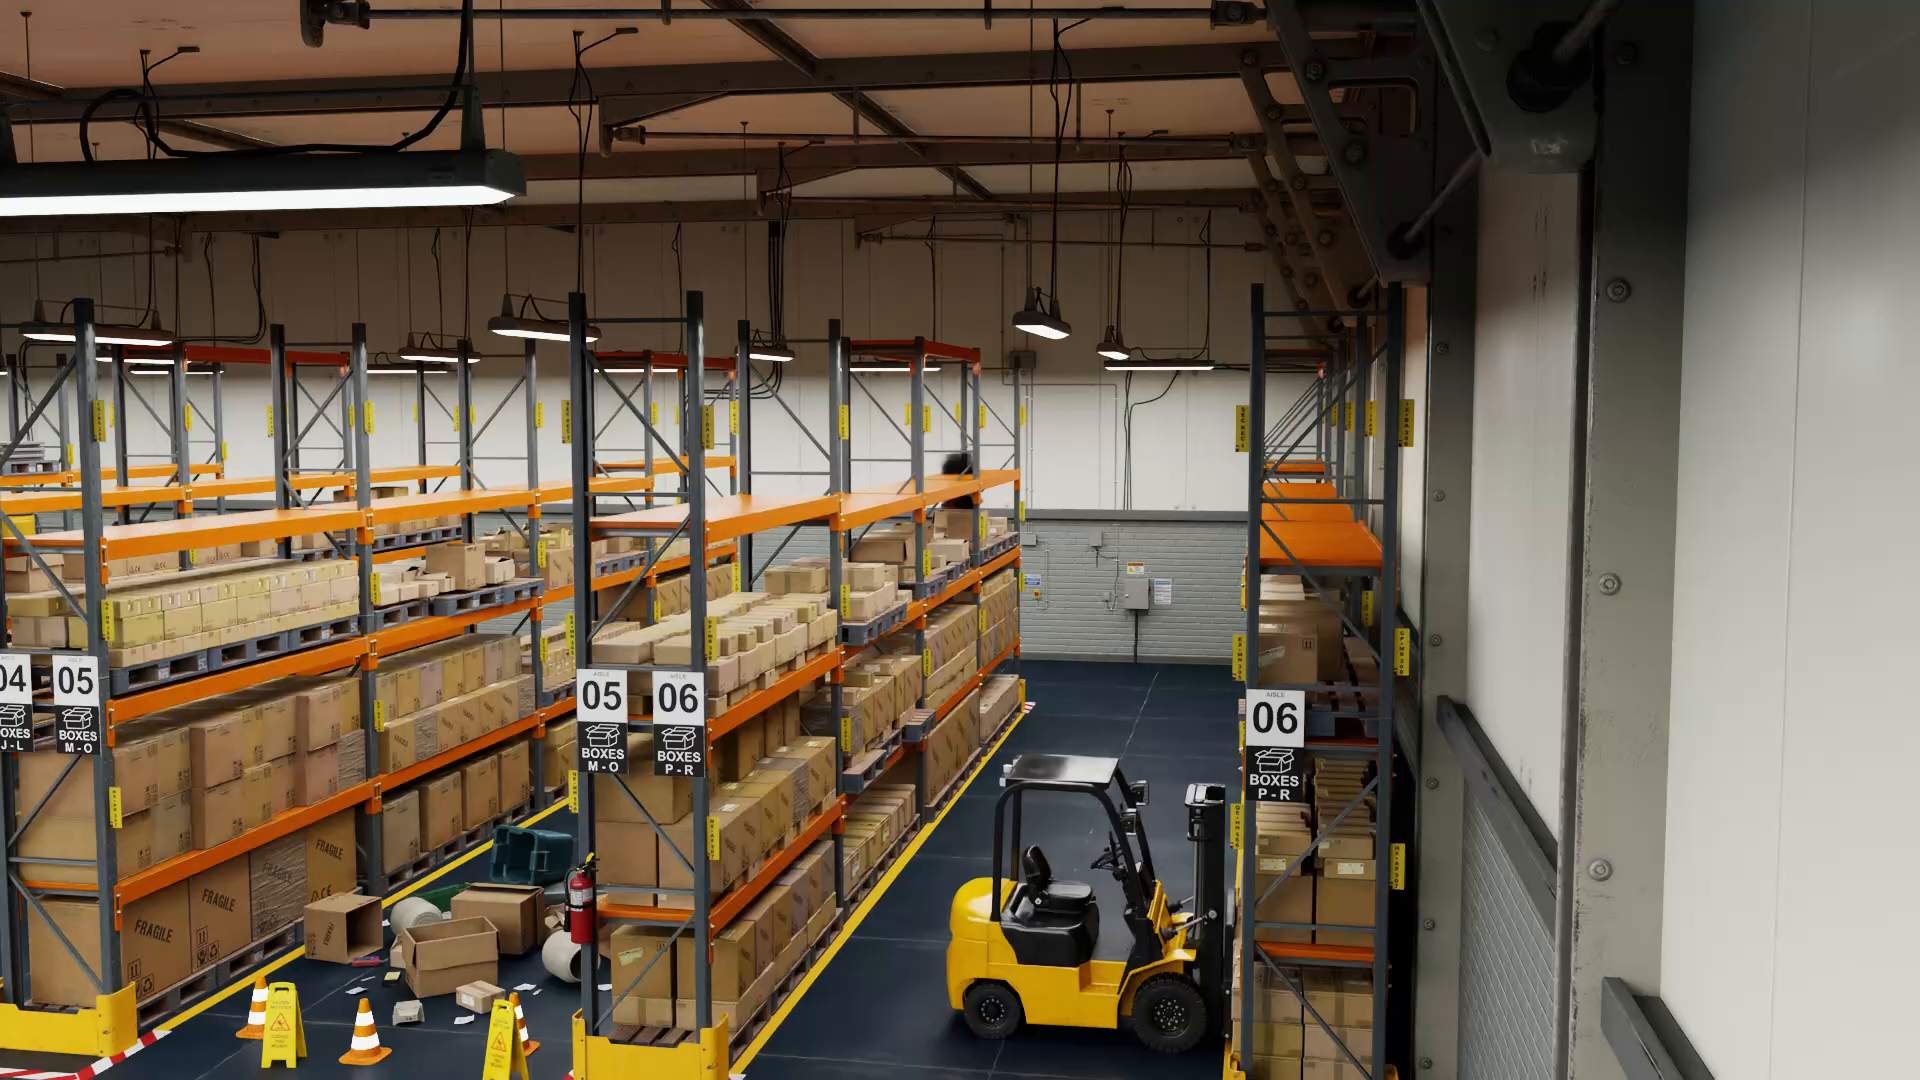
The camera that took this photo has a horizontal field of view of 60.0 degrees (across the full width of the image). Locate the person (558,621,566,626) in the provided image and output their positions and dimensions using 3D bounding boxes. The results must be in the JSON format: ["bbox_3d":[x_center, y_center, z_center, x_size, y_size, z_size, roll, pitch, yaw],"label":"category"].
[{"bbox_3d":[-6.391,2.146,27.281,0.695,1.692,0.878,0,5,4],"label":"person"}]
